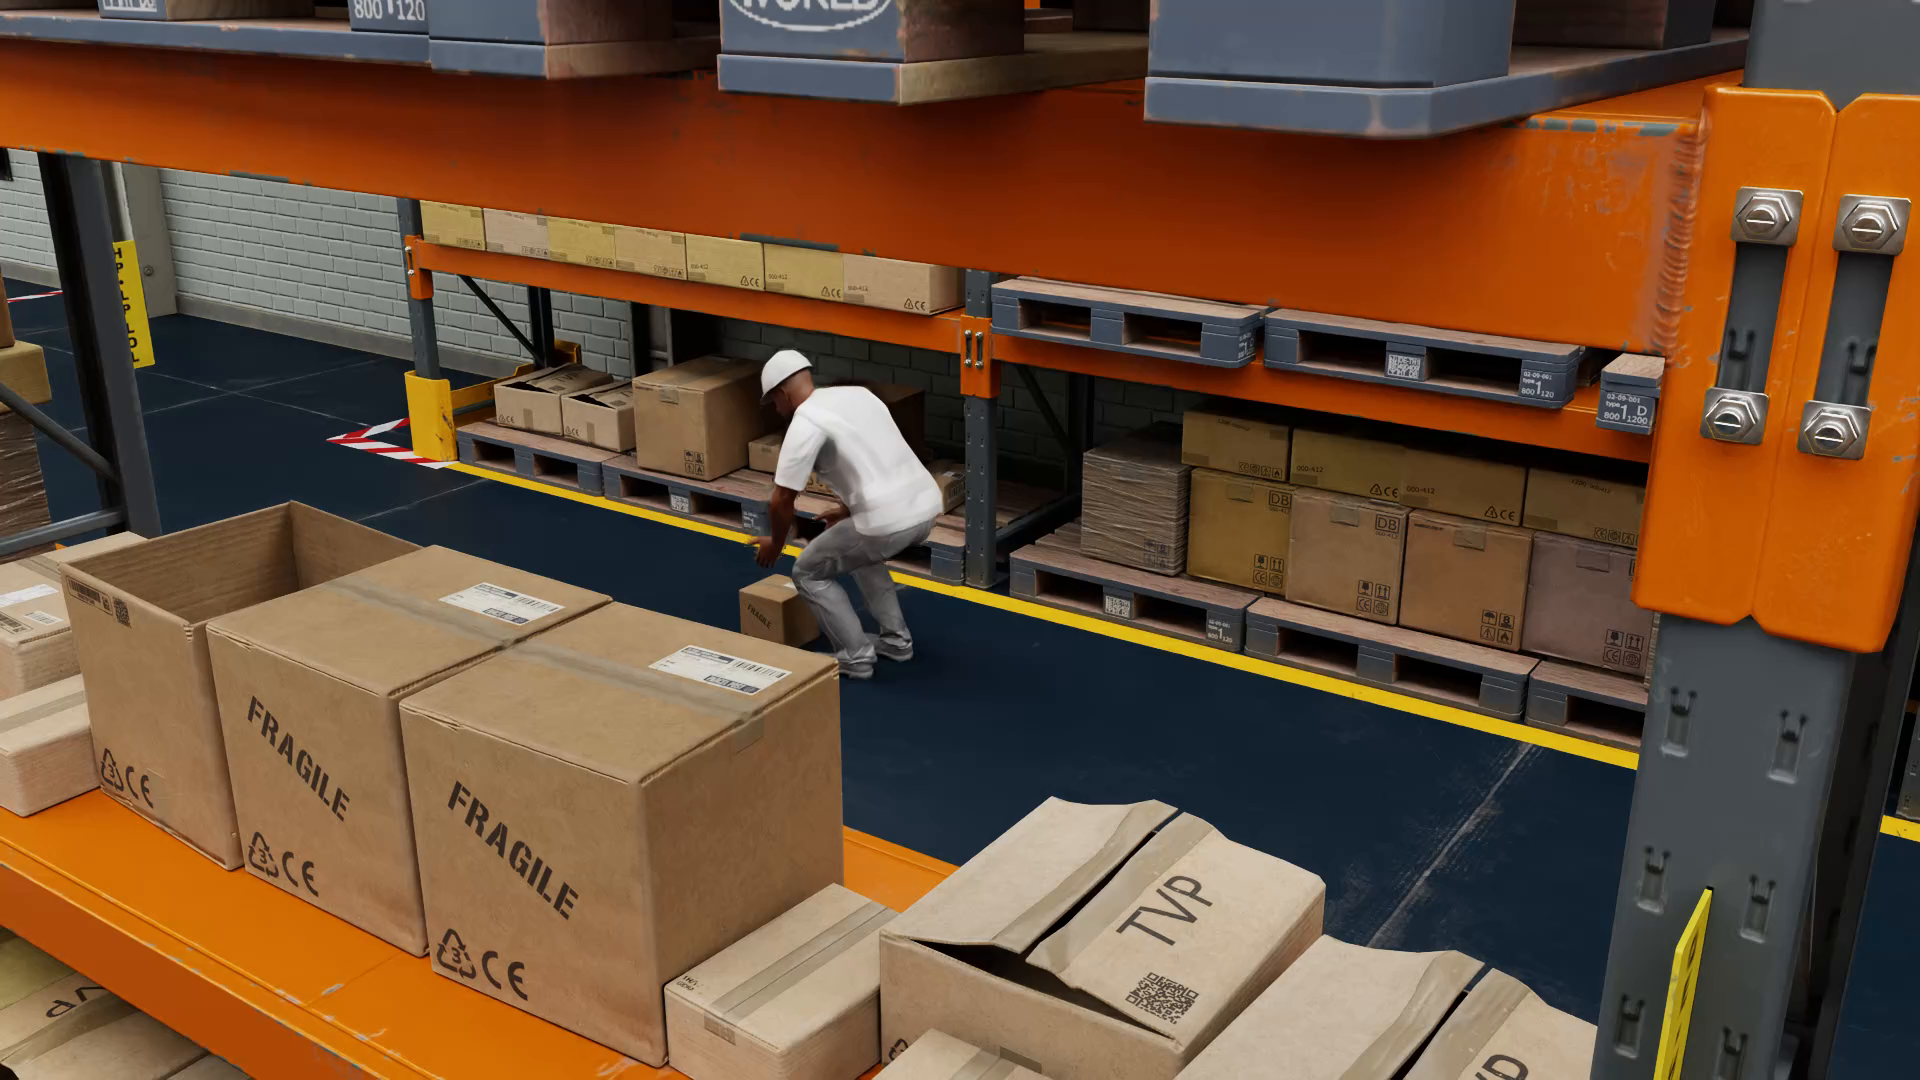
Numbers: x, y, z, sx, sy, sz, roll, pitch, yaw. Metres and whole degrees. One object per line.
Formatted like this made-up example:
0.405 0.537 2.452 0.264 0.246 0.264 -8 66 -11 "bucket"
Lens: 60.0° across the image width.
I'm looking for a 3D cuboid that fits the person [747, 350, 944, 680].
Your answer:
-0.483 -0.101 6.949 0.792 1.343 0.631 13 23 32 "person"
